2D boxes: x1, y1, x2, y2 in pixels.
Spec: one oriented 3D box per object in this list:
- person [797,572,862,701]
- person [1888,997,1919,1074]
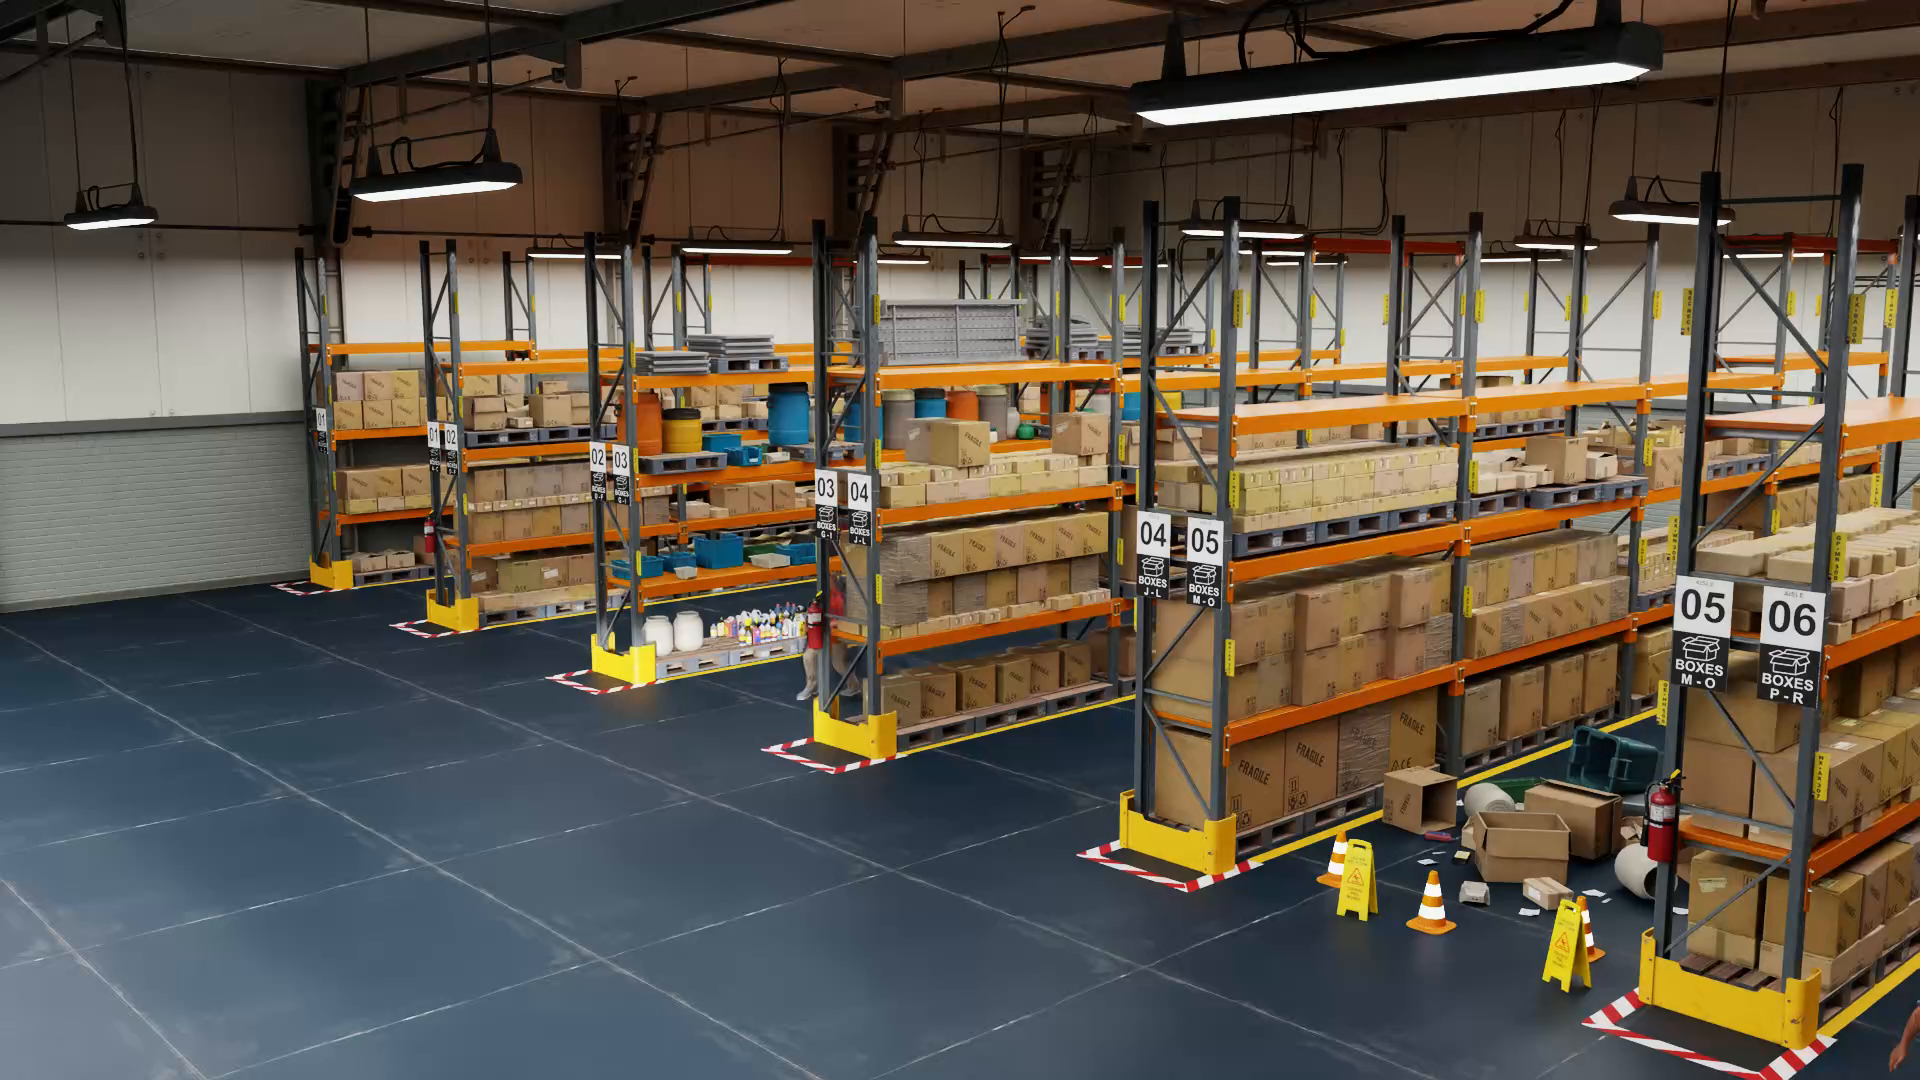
[{"bbox_3d":[-1.631,1.230,21.124,0.848,1.710,0.734,-5,10,-28],"label":"person"},{"bbox_3d":[5.633,2.975,9.293,0.751,1.708,0.779,-8,12,-44],"label":"person"}]
